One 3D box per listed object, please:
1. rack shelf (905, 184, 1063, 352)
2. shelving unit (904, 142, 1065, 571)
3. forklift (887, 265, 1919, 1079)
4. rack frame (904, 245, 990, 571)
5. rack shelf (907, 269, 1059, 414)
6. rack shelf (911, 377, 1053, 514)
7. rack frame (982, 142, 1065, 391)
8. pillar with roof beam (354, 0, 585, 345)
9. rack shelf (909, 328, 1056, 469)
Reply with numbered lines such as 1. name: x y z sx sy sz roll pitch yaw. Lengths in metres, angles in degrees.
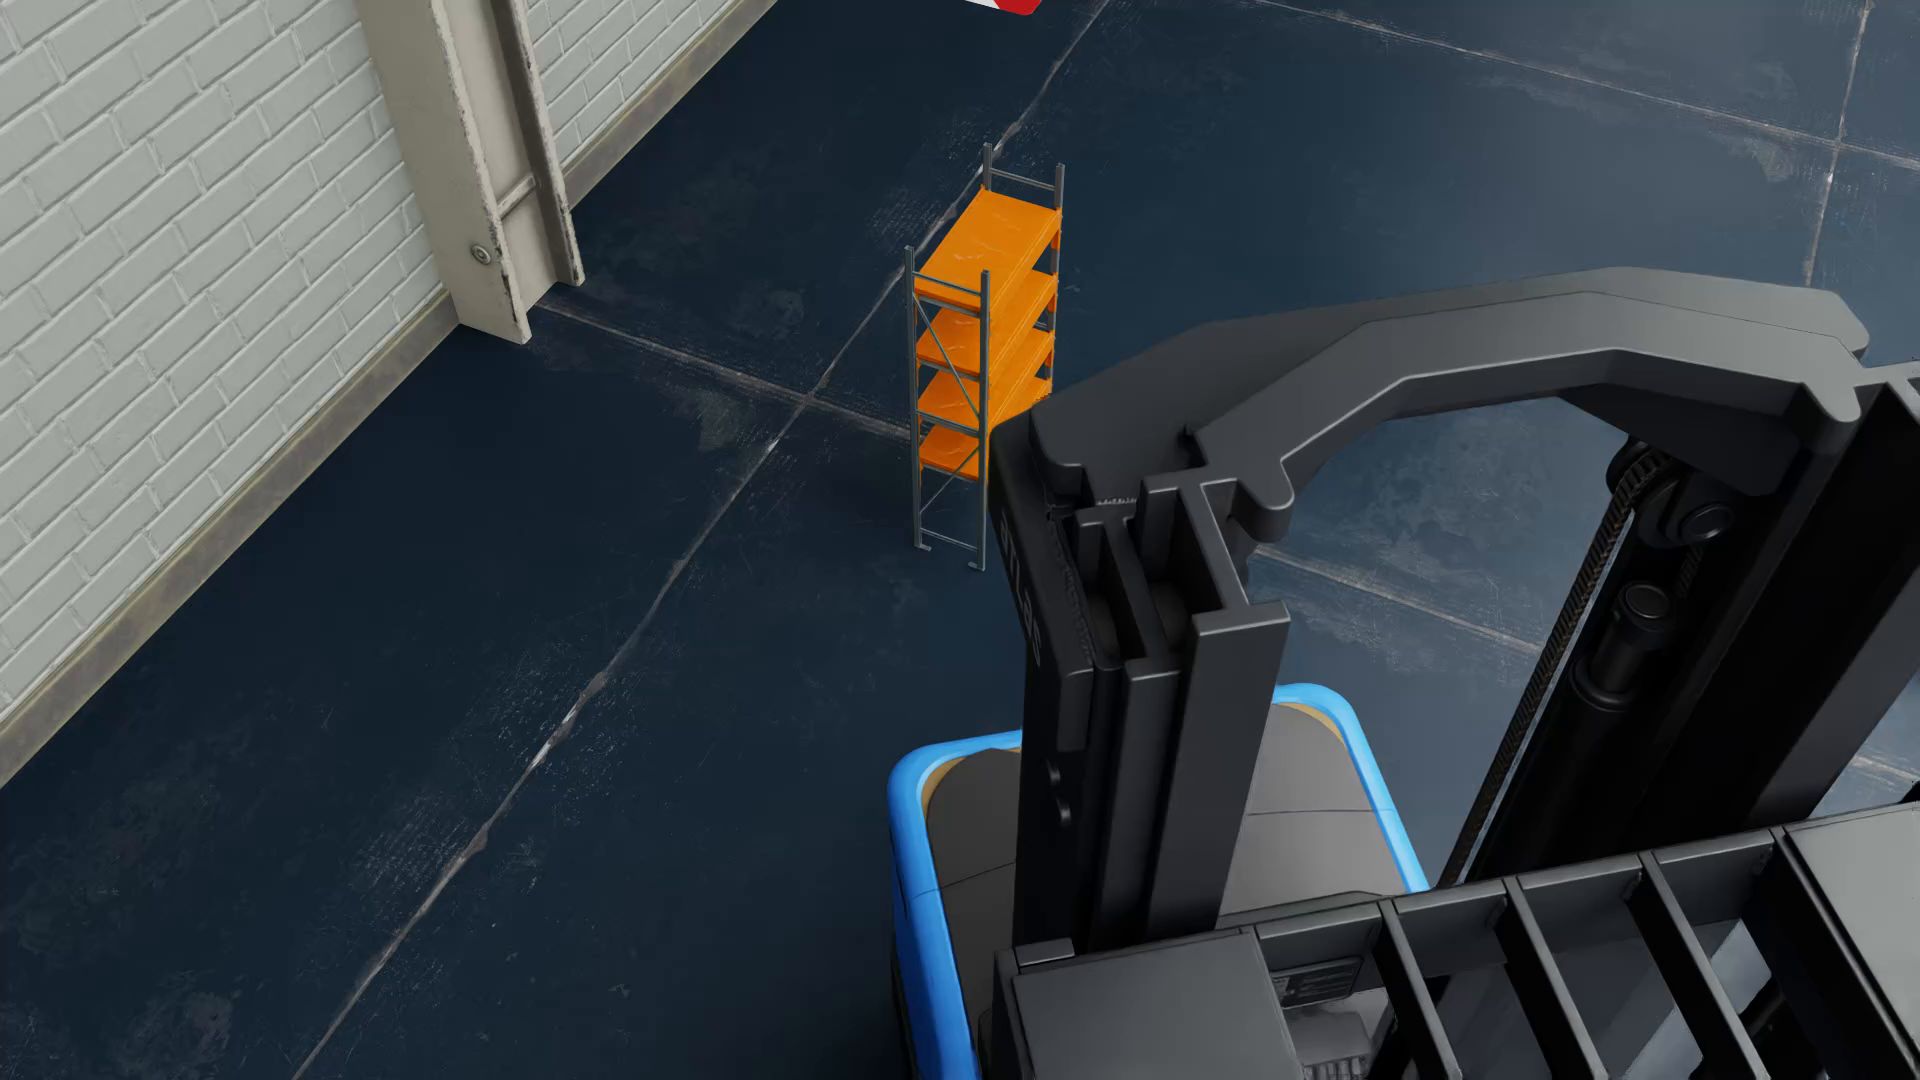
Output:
1. rack shelf: 0.071 -0.757 4.591 0.258 0.148 0.480 20 52 16
2. shelving unit: 0.071 -0.503 4.890 0.258 1.200 0.503 20 52 16
3. forklift: 0.624 1.218 2.289 1.130 2.935 3.031 -9 50 -7
4. rack frame: -0.034 -0.335 4.747 0.240 1.200 0.015 20 52 16
5. rack shelf: 0.071 -0.604 4.771 0.258 0.148 0.480 20 52 16
6. rack shelf: 0.071 -0.331 5.092 0.258 0.148 0.480 20 52 16
7. rack frame: 0.175 -0.671 5.033 0.240 1.200 0.015 20 52 16
8. pillar with roof beam: 2.307 -2.386 1.371 9.100 9.000 0.400 20 52 16
9. rack shelf: 0.071 -0.459 4.941 0.258 0.148 0.480 20 52 16
